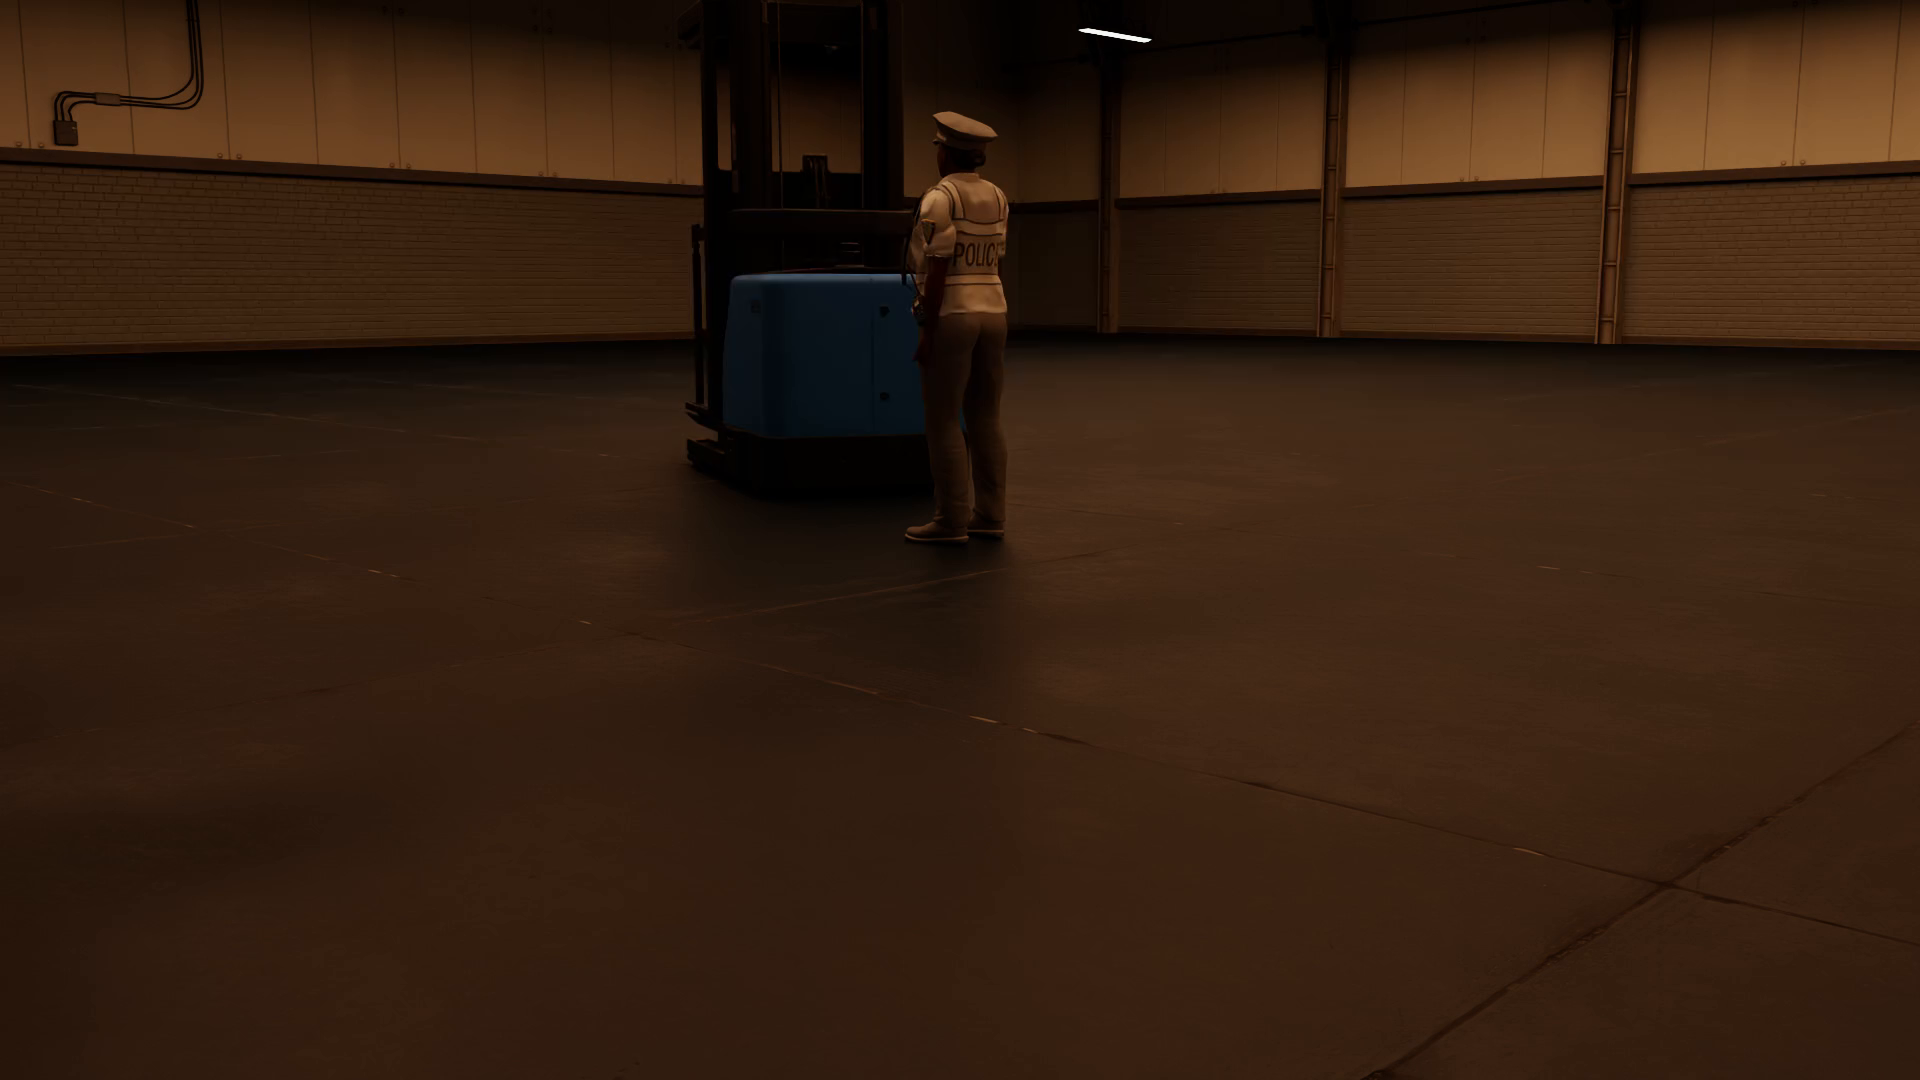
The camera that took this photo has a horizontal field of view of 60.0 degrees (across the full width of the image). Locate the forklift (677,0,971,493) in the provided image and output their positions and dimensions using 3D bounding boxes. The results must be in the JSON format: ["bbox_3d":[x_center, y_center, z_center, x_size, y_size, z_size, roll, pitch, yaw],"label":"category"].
[{"bbox_3d":[-0.920,-1.854,9.187,1.130,2.935,3.031,-3,9,-19],"label":"forklift"}]

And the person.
[{"bbox_3d":[-0.004,-0.836,6.602,0.348,1.694,0.451,8,12,43],"label":"person"}]
